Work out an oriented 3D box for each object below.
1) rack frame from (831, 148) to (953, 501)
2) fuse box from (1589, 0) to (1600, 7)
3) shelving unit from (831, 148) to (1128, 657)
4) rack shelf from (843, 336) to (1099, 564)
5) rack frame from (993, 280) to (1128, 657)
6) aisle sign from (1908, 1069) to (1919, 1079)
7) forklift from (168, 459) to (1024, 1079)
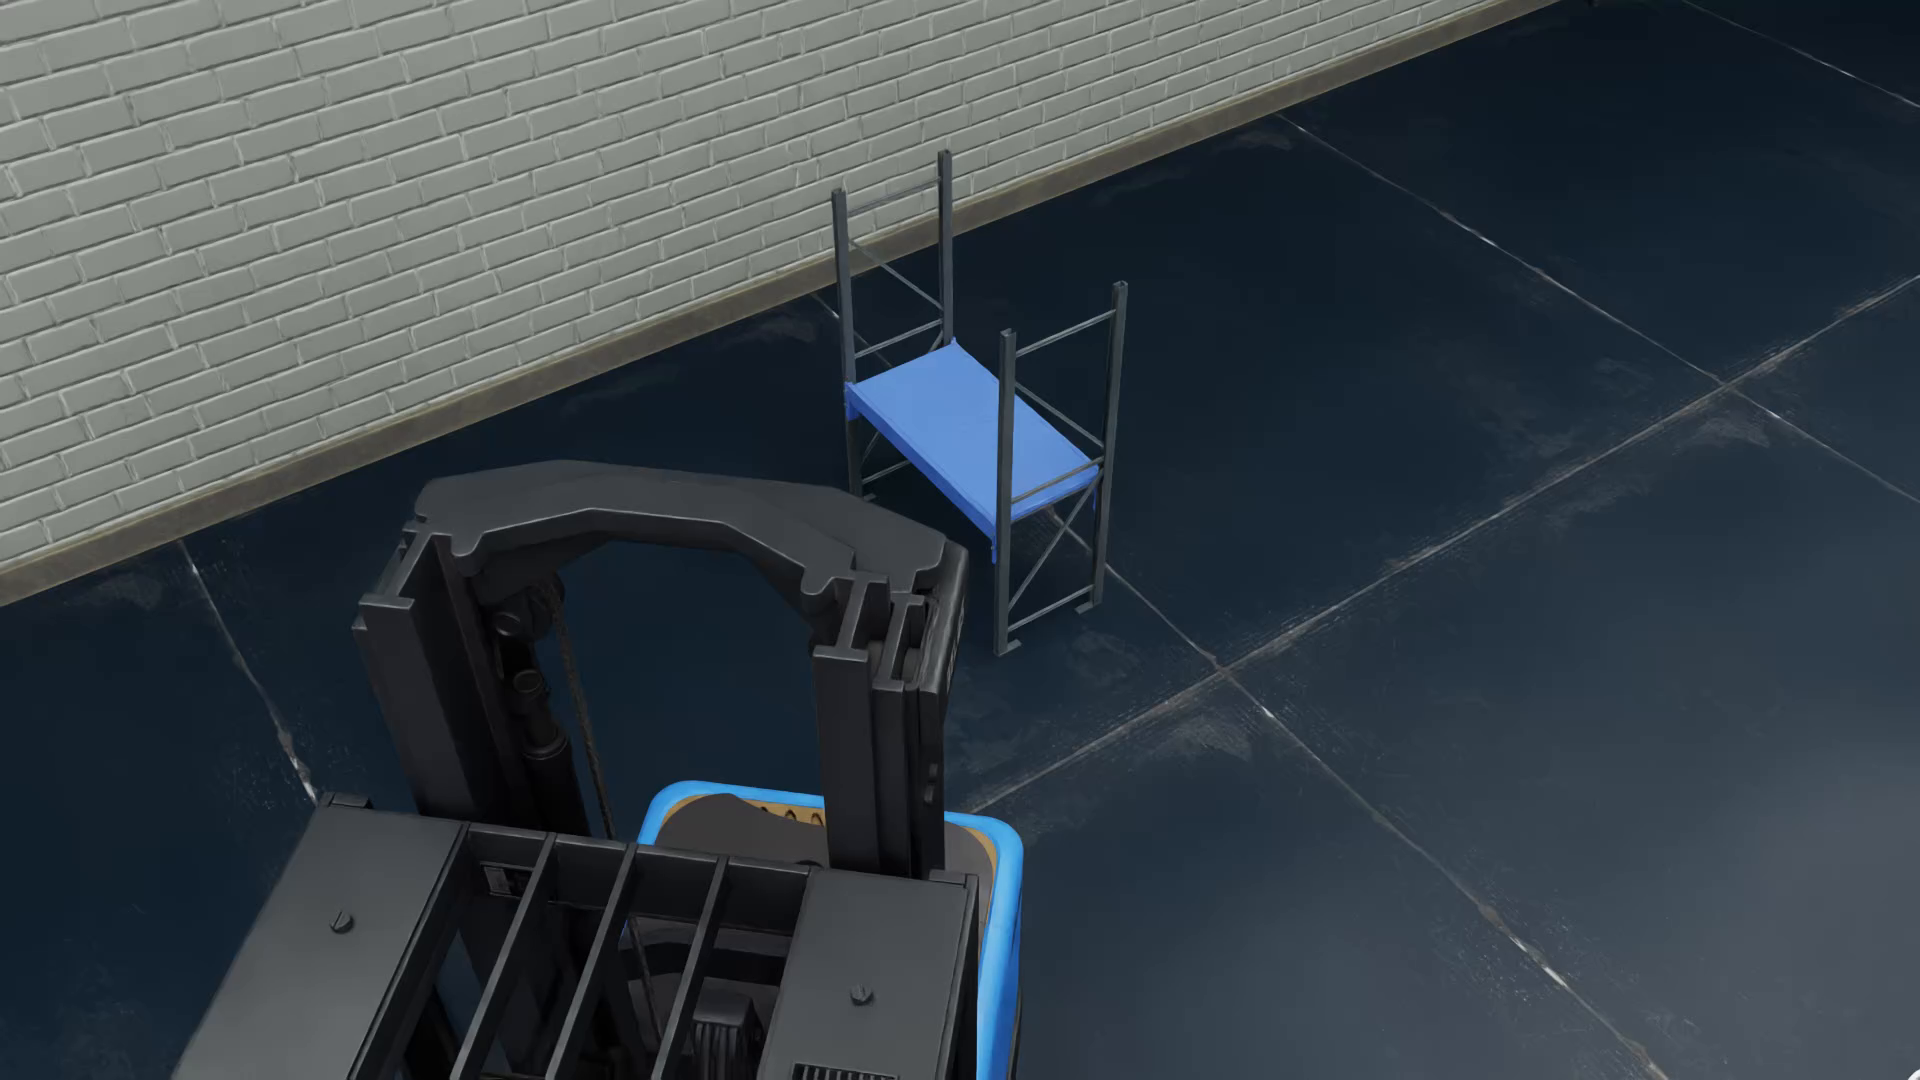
[{"bbox_3d":[-0.242,-0.782,6.483,0.500,1.500,0.032,-26,49,-24],"label":"rack frame"},{"bbox_3d":[3.920,-3.893,9.589,0.539,1.711,0.414,-26,49,-24],"label":"fuse box"},{"bbox_3d":[0.049,-0.494,6.182,0.538,1.500,1.048,-26,49,-24],"label":"shelving unit"},{"bbox_3d":[0.049,-0.364,6.306,0.538,0.185,1.000,-26,49,-24],"label":"rack shelf"},{"bbox_3d":[0.340,-0.206,5.880,0.500,1.500,0.032,-26,49,-24],"label":"rack frame"},{"bbox_3d":[1.068,0.722,1.939,0.394,0.787,0.004,-26,49,-24],"label":"aisle sign"},{"bbox_3d":[-0.551,1.418,3.142,1.130,2.935,3.031,6,44,6],"label":"forklift"}]
